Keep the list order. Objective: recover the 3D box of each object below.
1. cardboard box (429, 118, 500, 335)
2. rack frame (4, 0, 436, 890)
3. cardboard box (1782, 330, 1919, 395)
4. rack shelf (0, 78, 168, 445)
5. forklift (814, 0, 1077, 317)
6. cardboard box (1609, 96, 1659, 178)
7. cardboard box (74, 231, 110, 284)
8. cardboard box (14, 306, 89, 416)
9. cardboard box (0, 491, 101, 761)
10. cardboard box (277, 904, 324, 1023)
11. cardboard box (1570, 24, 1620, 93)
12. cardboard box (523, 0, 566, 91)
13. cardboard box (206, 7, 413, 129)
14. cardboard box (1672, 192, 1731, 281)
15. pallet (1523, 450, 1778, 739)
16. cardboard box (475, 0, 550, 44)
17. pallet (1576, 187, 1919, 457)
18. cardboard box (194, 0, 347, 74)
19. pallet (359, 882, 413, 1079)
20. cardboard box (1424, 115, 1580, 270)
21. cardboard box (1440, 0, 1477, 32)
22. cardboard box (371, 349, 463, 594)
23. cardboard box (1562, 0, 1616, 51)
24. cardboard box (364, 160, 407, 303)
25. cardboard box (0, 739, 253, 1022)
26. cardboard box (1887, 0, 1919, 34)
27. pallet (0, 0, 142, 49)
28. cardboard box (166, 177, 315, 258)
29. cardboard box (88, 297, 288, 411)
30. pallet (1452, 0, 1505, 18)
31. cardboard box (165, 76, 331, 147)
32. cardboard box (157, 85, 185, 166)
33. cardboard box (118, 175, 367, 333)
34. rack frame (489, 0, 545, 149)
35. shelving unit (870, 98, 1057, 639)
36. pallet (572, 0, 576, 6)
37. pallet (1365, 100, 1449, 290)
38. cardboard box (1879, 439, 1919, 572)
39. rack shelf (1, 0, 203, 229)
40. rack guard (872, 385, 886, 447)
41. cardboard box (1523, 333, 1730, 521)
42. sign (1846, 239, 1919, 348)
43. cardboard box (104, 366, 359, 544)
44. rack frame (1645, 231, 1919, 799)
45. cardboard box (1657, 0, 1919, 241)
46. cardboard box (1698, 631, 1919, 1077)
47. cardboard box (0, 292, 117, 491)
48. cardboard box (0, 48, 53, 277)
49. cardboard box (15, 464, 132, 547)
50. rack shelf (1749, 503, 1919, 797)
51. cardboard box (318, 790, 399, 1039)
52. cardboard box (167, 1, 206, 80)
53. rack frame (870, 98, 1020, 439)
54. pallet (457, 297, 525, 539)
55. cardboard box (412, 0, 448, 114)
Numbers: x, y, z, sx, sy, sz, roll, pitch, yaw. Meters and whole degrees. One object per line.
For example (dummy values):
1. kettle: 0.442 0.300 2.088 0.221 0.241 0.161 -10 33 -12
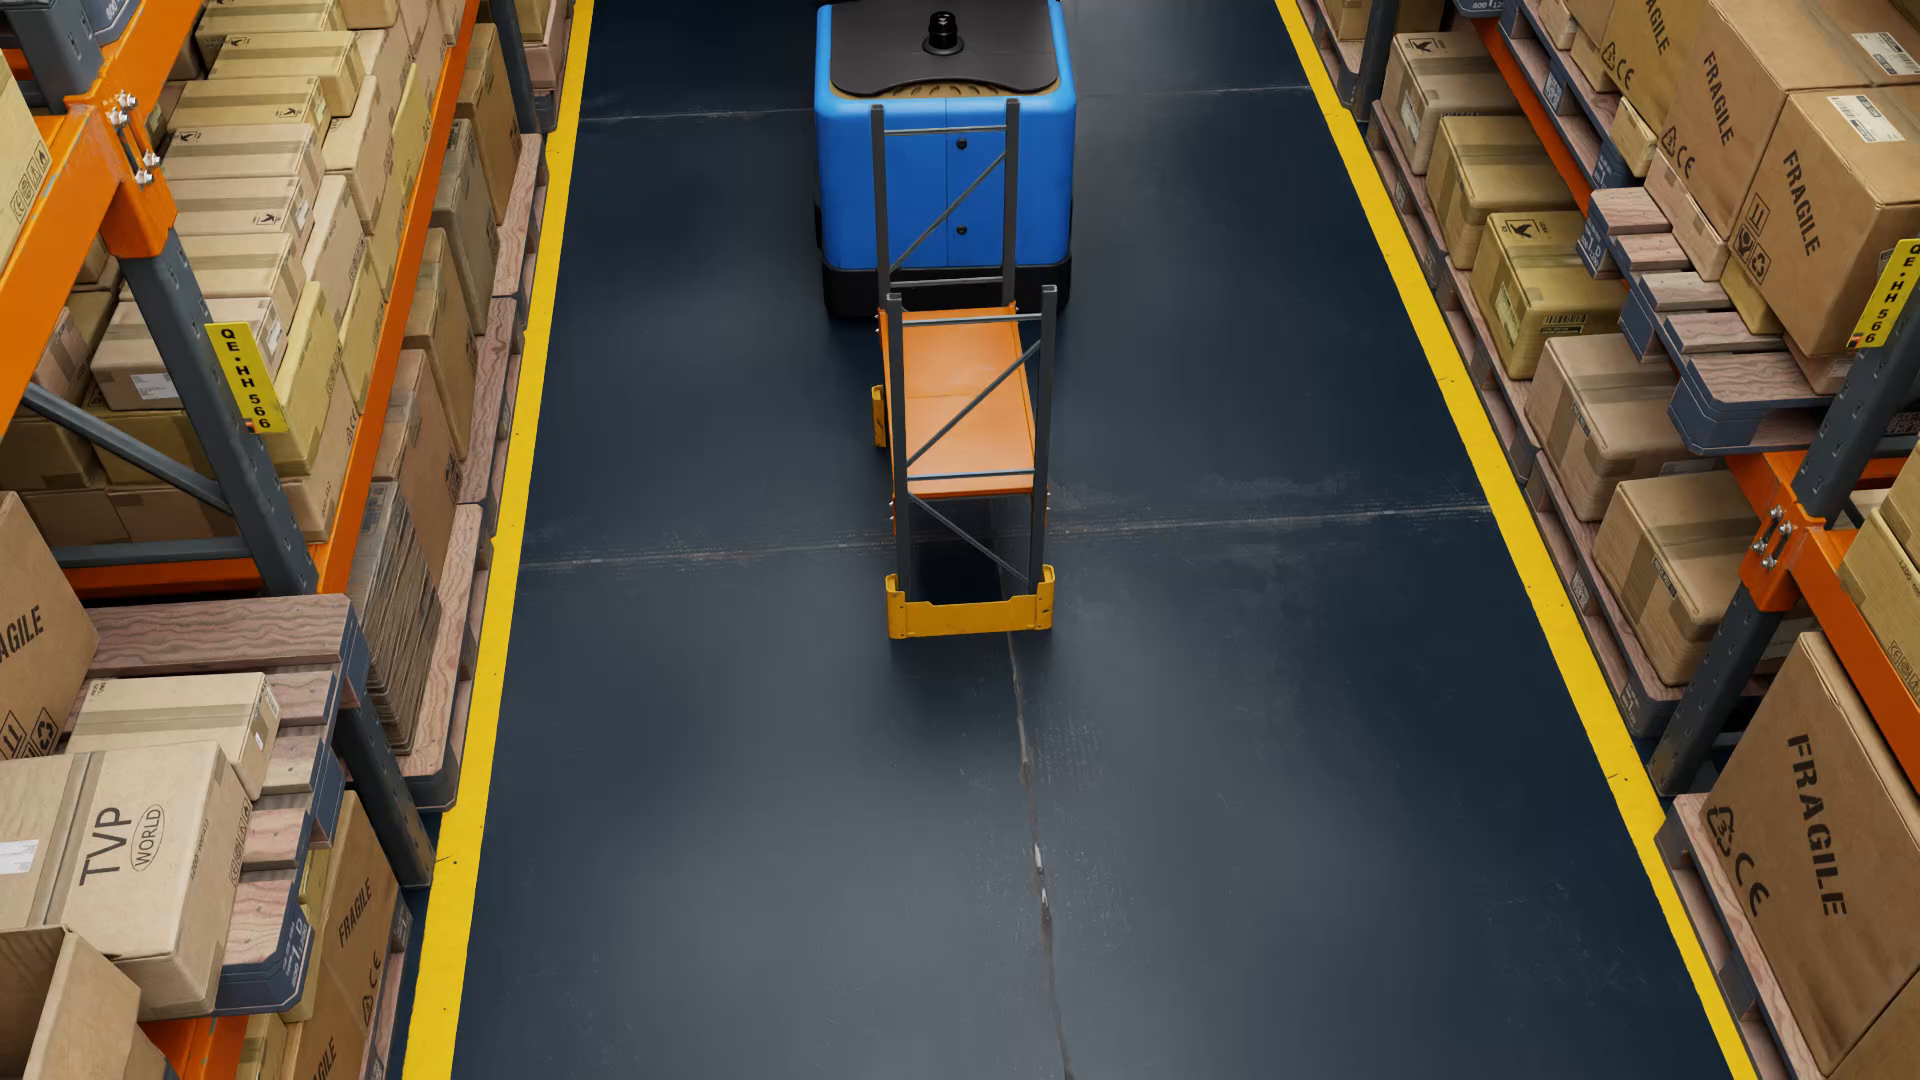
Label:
1. cardboard box: -2.386 -1.238 6.703 0.875 0.625 0.625 -4 47 -4
2. rack frame: -2.163 0.045 4.141 1.000 3.000 0.127 -3 47 -3
3. cardboard box: 2.521 -0.540 4.579 0.380 0.149 0.250 -2 47 -2
4. rack shelf: -1.996 0.708 1.943 1.077 0.370 4.000 -3 47 -3
5. forklift: -0.112 -3.015 7.087 1.130 2.935 3.031 -2 47 -2
6. cardboard box: 2.310 -1.290 5.290 0.380 0.149 0.250 -3 47 -3
7. cardboard box: -2.487 -0.809 4.434 0.380 0.149 0.250 -4 47 -3
8. cardboard box: -2.392 -0.435 4.081 0.380 0.149 0.250 -2 47 -2
9. cardboard box: -2.276 0.248 3.591 0.500 0.500 0.500 -2 47 -1
10. cardboard box: -1.816 1.075 4.152 0.380 0.149 0.250 -6 47 -5
11. cardboard box: 2.312 -1.656 5.636 0.380 0.149 0.250 -5 47 -5
12. cardboard box: -2.209 -2.418 8.078 0.500 0.250 0.500 -3 47 -3
13. cardboard box: -2.092 -1.521 5.384 0.500 0.250 0.500 -3 47 -3
14. cardboard box: 2.360 -0.909 4.929 0.380 0.149 0.250 -4 47 -4
15. pallet: 2.719 0.134 5.977 1.003 0.211 1.213 -3 47 -3
16. cardboard box: -2.231 -2.588 7.896 0.500 0.250 0.500 -4 47 -3
17. pallet: 2.617 -0.702 4.981 1.213 0.211 1.003 -3 47 -3
18. cardboard box: -2.133 -1.576 5.161 0.380 0.149 0.250 -3 47 -3
19. pallet: -2.139 1.547 4.640 1.003 0.211 1.213 -3 47 -3
20. cardboard box: 2.558 -1.495 7.120 0.950 0.372 0.625 -1 47 -1
21. cardboard box: 2.667 -2.795 8.436 0.500 0.250 0.500 -5 47 -5
22. cardboard box: -2.265 -0.207 5.726 0.875 0.625 0.625 -2 47 -2
23. cardboard box: 2.325 -1.986 5.502 0.500 0.500 0.500 -5 47 -5
24. cardboard box: -2.044 -0.976 5.211 0.500 0.250 0.500 -5 47 -5
25. cardboard box: -1.753 0.696 3.339 0.500 0.250 0.500 -5 47 -5
26. cardboard box: 2.925 -1.256 4.811 0.500 0.500 0.500 -1 47 -1
27. pallet: -2.309 -1.407 3.581 1.213 0.211 1.003 -2 47 -1
28. cardboard box: -1.967 -0.838 4.462 0.380 0.149 0.250 -2 47 -2
29. cardboard box: -1.897 -0.461 4.105 0.380 0.149 0.250 -2 47 -2
30. pallet: 2.367 -2.525 6.708 1.003 0.211 1.213 -3 47 -3
31. cardboard box: -2.053 -1.206 4.811 0.380 0.149 0.250 -3 47 -3
32. cardboard box: -2.562 -1.116 5.000 0.500 0.250 0.500 -4 47 -4
33. cardboard box: -1.998 -0.773 4.675 0.500 0.250 0.500 -2 47 -2
34. rack frame: -2.498 -2.849 6.882 1.000 3.000 0.127 -3 47 -3
35. shelving unit: -0.006 -0.571 5.758 0.587 1.500 1.083 -3 47 -3
36. pallet: -2.628 -3.353 9.280 1.003 0.211 1.213 -3 47 -3
37. pallet: 2.514 -1.631 7.649 1.003 0.211 1.213 -3 47 -3
38. cardboard box: 2.579 0.002 3.941 0.500 0.250 0.500 -4 47 -4
39. rack shelf: -2.331 -2.186 4.684 1.077 0.370 4.000 -3 47 -3
40. rack guard: -0.048 -0.501 6.553 0.587 0.250 0.087 -3 47 -3
41. cardboard box: 2.675 -0.443 6.124 0.950 0.372 0.625 -4 47 -4
42. sign: 2.243 -0.590 4.000 0.100 0.325 0.005 -3 47 -3
43. cardboard box: -1.957 -0.239 4.514 0.500 0.250 0.500 -3 47 -3
44. rack frame: 2.782 -0.259 4.429 1.000 3.000 0.127 -3 47 -3
45. cardboard box: 2.413 -1.226 4.782 0.500 0.500 0.500 -4 47 -4
46. cardboard box: 2.758 0.832 4.570 0.875 0.875 0.875 -4 47 -4
47. cardboard box: -2.478 -0.383 4.306 0.500 0.250 0.500 -3 47 -2
48. cardboard box: -1.879 -0.578 2.769 0.500 0.250 0.500 -5 47 -5
49. cardboard box: -2.456 -0.213 4.489 0.500 0.250 0.500 -4 47 -4
50. rack shelf: 2.950 1.435 3.320 1.077 0.370 4.000 -3 47 -3
51. cardboard box: -1.914 1.053 4.619 0.500 0.500 0.500 -2 47 -2
52. cardboard box: -2.540 -1.545 5.132 0.380 0.149 0.250 -2 47 -2
53. rack frame: -0.050 -0.945 6.112 0.500 1.500 0.032 -3 47 -3
54. pallet: -2.293 -0.475 6.554 1.003 0.211 1.213 -3 47 -3
55. cardboard box: -2.137 -1.724 5.920 0.500 0.250 0.500 -3 47 -3
